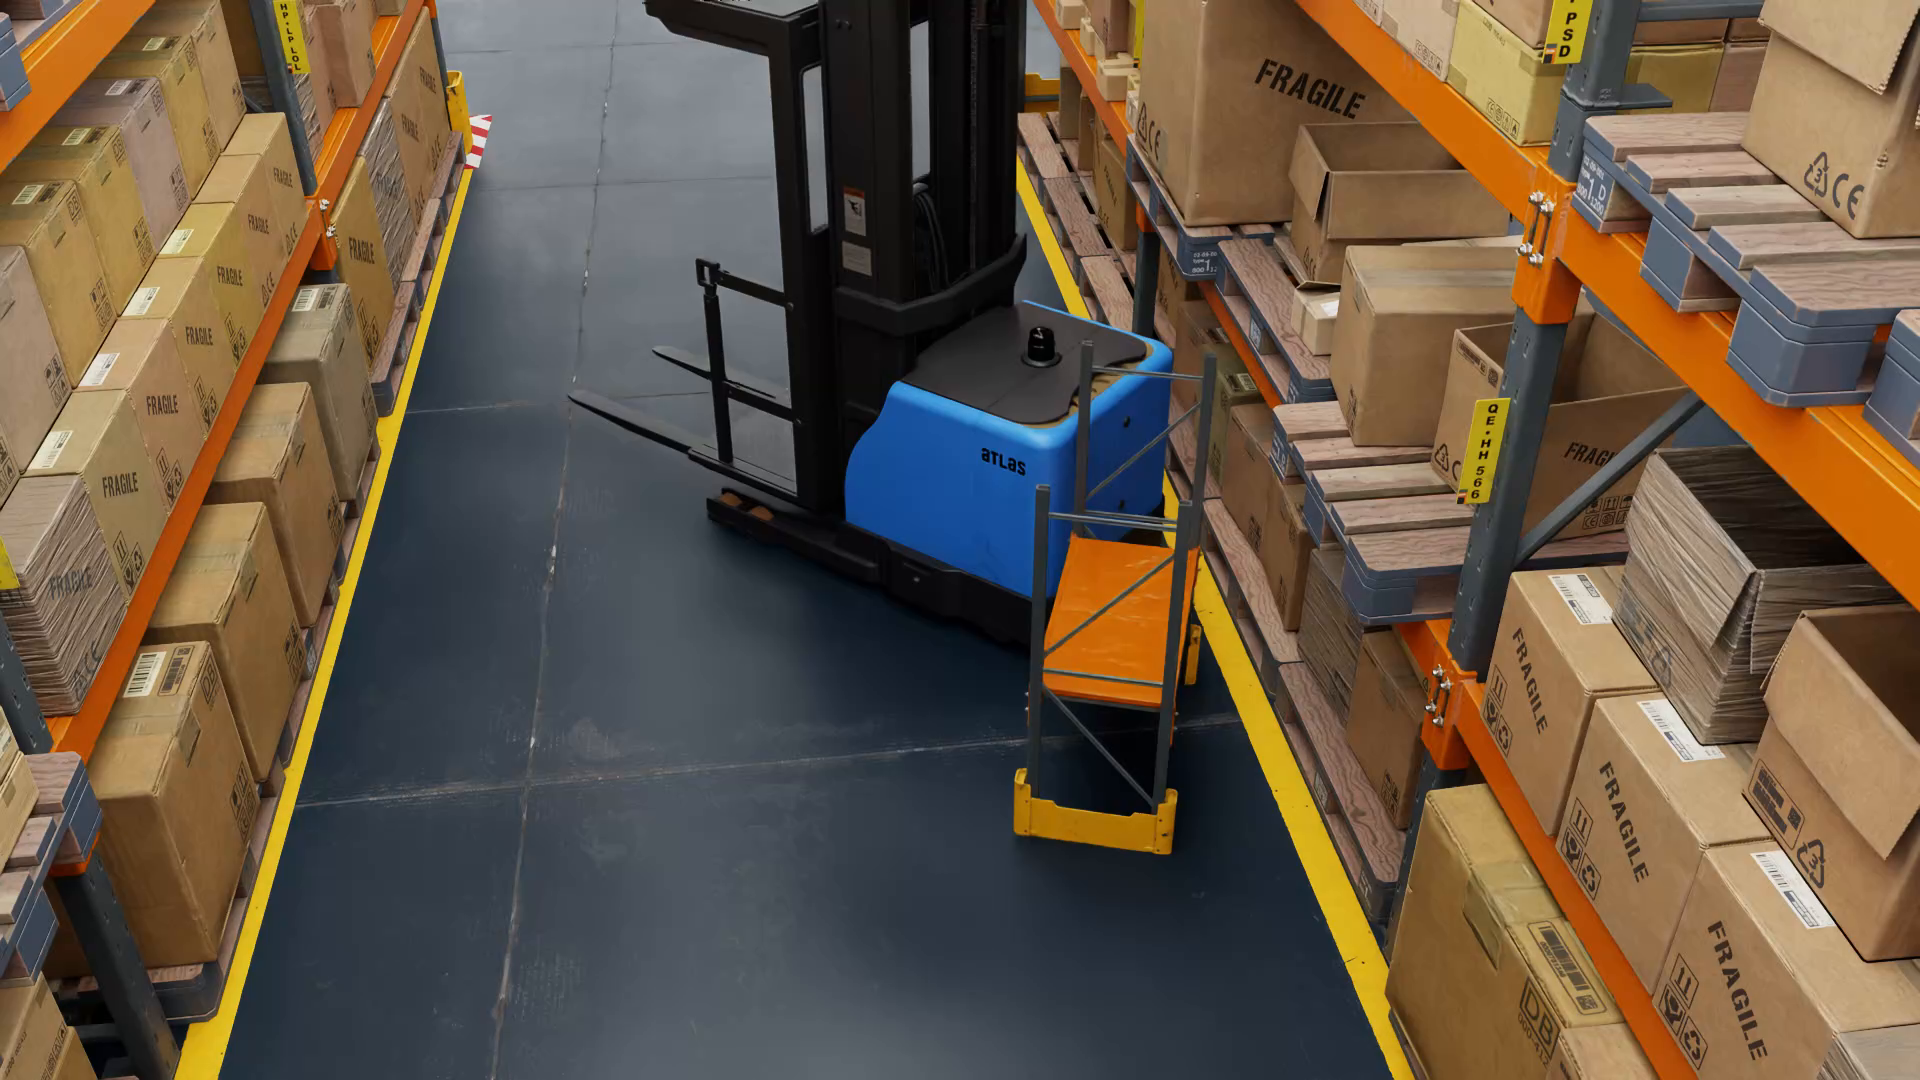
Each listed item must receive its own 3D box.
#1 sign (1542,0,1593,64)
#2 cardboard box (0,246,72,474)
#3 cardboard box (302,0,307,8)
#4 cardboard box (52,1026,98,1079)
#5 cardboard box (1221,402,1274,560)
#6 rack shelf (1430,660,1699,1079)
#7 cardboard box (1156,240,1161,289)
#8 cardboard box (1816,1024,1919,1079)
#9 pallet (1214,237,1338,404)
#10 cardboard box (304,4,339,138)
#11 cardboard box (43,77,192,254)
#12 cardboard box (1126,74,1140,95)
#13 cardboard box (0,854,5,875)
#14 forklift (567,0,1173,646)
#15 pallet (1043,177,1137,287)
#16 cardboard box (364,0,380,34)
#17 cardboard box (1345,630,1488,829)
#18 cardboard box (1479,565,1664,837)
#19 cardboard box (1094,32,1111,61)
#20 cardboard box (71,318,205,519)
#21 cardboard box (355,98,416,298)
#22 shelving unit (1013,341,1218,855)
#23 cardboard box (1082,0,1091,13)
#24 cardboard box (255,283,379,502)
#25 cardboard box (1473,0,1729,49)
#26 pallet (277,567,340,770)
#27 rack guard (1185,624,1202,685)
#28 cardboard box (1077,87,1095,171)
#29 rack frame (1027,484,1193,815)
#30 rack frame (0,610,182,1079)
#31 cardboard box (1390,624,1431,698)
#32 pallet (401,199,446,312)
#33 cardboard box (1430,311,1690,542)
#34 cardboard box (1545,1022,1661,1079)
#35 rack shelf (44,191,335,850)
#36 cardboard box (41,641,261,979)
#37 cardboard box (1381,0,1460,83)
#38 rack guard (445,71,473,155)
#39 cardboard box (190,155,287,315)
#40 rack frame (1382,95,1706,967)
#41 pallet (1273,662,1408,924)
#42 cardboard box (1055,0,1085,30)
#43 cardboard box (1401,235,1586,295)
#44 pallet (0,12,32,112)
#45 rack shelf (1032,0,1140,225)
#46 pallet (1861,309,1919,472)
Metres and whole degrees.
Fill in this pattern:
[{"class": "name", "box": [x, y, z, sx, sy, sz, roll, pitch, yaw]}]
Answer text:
[{"class": "sign", "box": [1.408, -1.250, 3.798, 0.100, 0.325, 0.005, -4, 35, -6]}, {"class": "cardboard box", "box": [-3.102, -0.506, 4.852, 0.700, 0.500, 0.500, -5, 35, -7]}, {"class": "cardboard box", "box": [-3.725, -2.765, 8.051, 0.875, 0.550, 0.550, -4, 35, -6]}, {"class": "cardboard box", "box": [-2.635, 1.689, 4.454, 0.500, 0.500, 0.500, -5, 35, -7]}, {"class": "cardboard box", "box": [1.591, -0.294, 7.347, 0.700, 0.500, 0.500, -7, 35, -10]}, {"class": "rack shelf", "box": [2.215, 1.576, 3.412, 1.077, 0.370, 4.000, -4, 35, -6]}, {"class": "cardboard box", "box": [1.310, -1.755, 9.508, 0.500, 0.500, 0.500, 6, 35, 9]}, {"class": "cardboard box", "box": [1.951, 1.266, 3.140, 0.500, 0.500, 0.500, -4, 35, -6]}, {"class": "pallet", "box": [1.640, -0.859, 6.517, 1.003, 0.211, 1.213, -4, 35, -6]}, {"class": "cardboard box", "box": [-3.678, -2.322, 8.360, 0.875, 0.550, 0.550, -4, 35, -6]}, {"class": "cardboard box", "box": [-3.309, -1.359, 6.104, 0.700, 0.500, 0.500, -4, 34, -6]}, {"class": "cardboard box", "box": [1.090, -2.347, 8.754, 0.380, 0.149, 0.250, -4, 35, -6]}, {"class": "cardboard box", "box": [-2.429, 0.792, 3.775, 0.380, 0.149, 0.250, -4, 35, -7]}, {"class": "forklift", "box": [-0.571, -1.418, 7.228, 3.031, 2.935, 1.130, 22, 40, 29]}, {"class": "pallet", "box": [1.116, -1.971, 10.455, 1.003, 0.211, 1.213, -4, 35, -6]}, {"class": "cardboard box", "box": [-3.917, -3.213, 9.668, 0.875, 0.550, 0.550, -4, 35, -6]}, {"class": "cardboard box", "box": [1.836, 0.642, 5.973, 0.700, 0.500, 0.500, -6, 35, -9]}, {"class": "cardboard box", "box": [1.742, 0.414, 4.391, 0.500, 0.500, 0.500, -3, 34, -5]}, {"class": "cardboard box", "box": [0.969, -2.764, 9.366, 0.380, 0.149, 0.250, -4, 35, -6]}, {"class": "cardboard box", "box": [-2.914, -0.395, 5.577, 0.500, 0.500, 0.500, -4, 35, -6]}, {"class": "cardboard box", "box": [-3.660, -1.904, 9.395, 0.875, 0.875, 0.875, -4, 34, -6]}, {"class": "shelving unit", "box": [0.592, 0.201, 6.123, 0.587, 1.500, 1.083, 7, 35, 10]}, {"class": "cardboard box", "box": [1.183, -3.324, 9.611, 0.875, 0.500, 0.500, -4, 35, -6]}, {"class": "cardboard box", "box": [-3.347, -0.654, 7.671, 1.050, 0.750, 0.750, -5, 35, -7]}, {"class": "cardboard box", "box": [1.634, -1.572, 4.196, 0.500, 0.500, 0.500, -3, 34, -5]}, {"class": "pallet", "box": [-3.174, 0.510, 6.815, 1.003, 0.211, 1.213, -4, 35, -6]}, {"class": "rack guard", "box": [0.693, 0.443, 6.878, 0.587, 0.250, 0.087, 7, 35, 10]}, {"class": "cardboard box", "box": [1.052, -2.761, 10.985, 0.500, 0.500, 0.500, 4, 35, 6]}, {"class": "rack frame", "box": [0.490, 0.476, 5.719, 0.500, 1.500, 0.032, 7, 35, 10]}, {"class": "rack frame", "box": [-2.982, 0.482, 4.379, 1.000, 3.000, 0.127, -4, 35, -6]}, {"class": "cardboard box", "box": [1.827, 0.333, 5.761, 0.500, 0.250, 0.500, -3, 34, -4]}, {"class": "pallet", "box": [-3.712, -1.710, 10.072, 1.003, 0.211, 1.213, -4, 35, -6]}, {"class": "cardboard box", "box": [1.834, -0.350, 5.138, 0.500, 0.500, 0.500, -9, 35, -12]}, {"class": "cardboard box", "box": [2.131, 1.752, 4.029, 1.225, 0.875, 0.875, -4, 35, -6]}, {"class": "rack shelf", "box": [-3.251, -0.336, 6.219, 1.077, 0.370, 4.000, -4, 35, -6]}, {"class": "cardboard box", "box": [-2.975, 0.892, 5.402, 1.050, 0.750, 0.750, -5, 35, -7]}, {"class": "cardboard box", "box": [1.559, -1.537, 4.811, 0.500, 0.250, 0.500, -4, 35, -7]}, {"class": "rack guard", "box": [-4.061, -2.962, 11.653, 1.175, 0.500, 0.348, -4, 35, -6]}, {"class": "cardboard box", "box": [-3.117, -1.238, 6.815, 0.500, 0.500, 0.500, -5, 35, -7]}, {"class": "rack frame", "box": [1.946, 0.163, 4.847, 1.000, 3.000, 0.127, -4, 35, -6]}, {"class": "pallet", "box": [1.843, 0.879, 6.272, 1.003, 0.211, 1.213, -4, 35, -6]}, {"class": "cardboard box", "box": [0.778, -3.176, 9.970, 0.380, 0.149, 0.250, -4, 35, -6]}, {"class": "cardboard box", "box": [1.949, -0.901, 6.169, 0.500, 0.250, 0.500, -5, 35, -8]}, {"class": "pallet", "box": [-3.121, -1.034, 4.108, 1.213, 0.211, 1.003, -3, 34, -4]}, {"class": "rack shelf", "box": [1.139, -2.888, 9.963, 1.077, 0.370, 4.000, -4, 35, -6]}, {"class": "pallet", "box": [2.239, -0.019, 2.619, 1.003, 0.211, 1.213, -3, 34, -4]}]
